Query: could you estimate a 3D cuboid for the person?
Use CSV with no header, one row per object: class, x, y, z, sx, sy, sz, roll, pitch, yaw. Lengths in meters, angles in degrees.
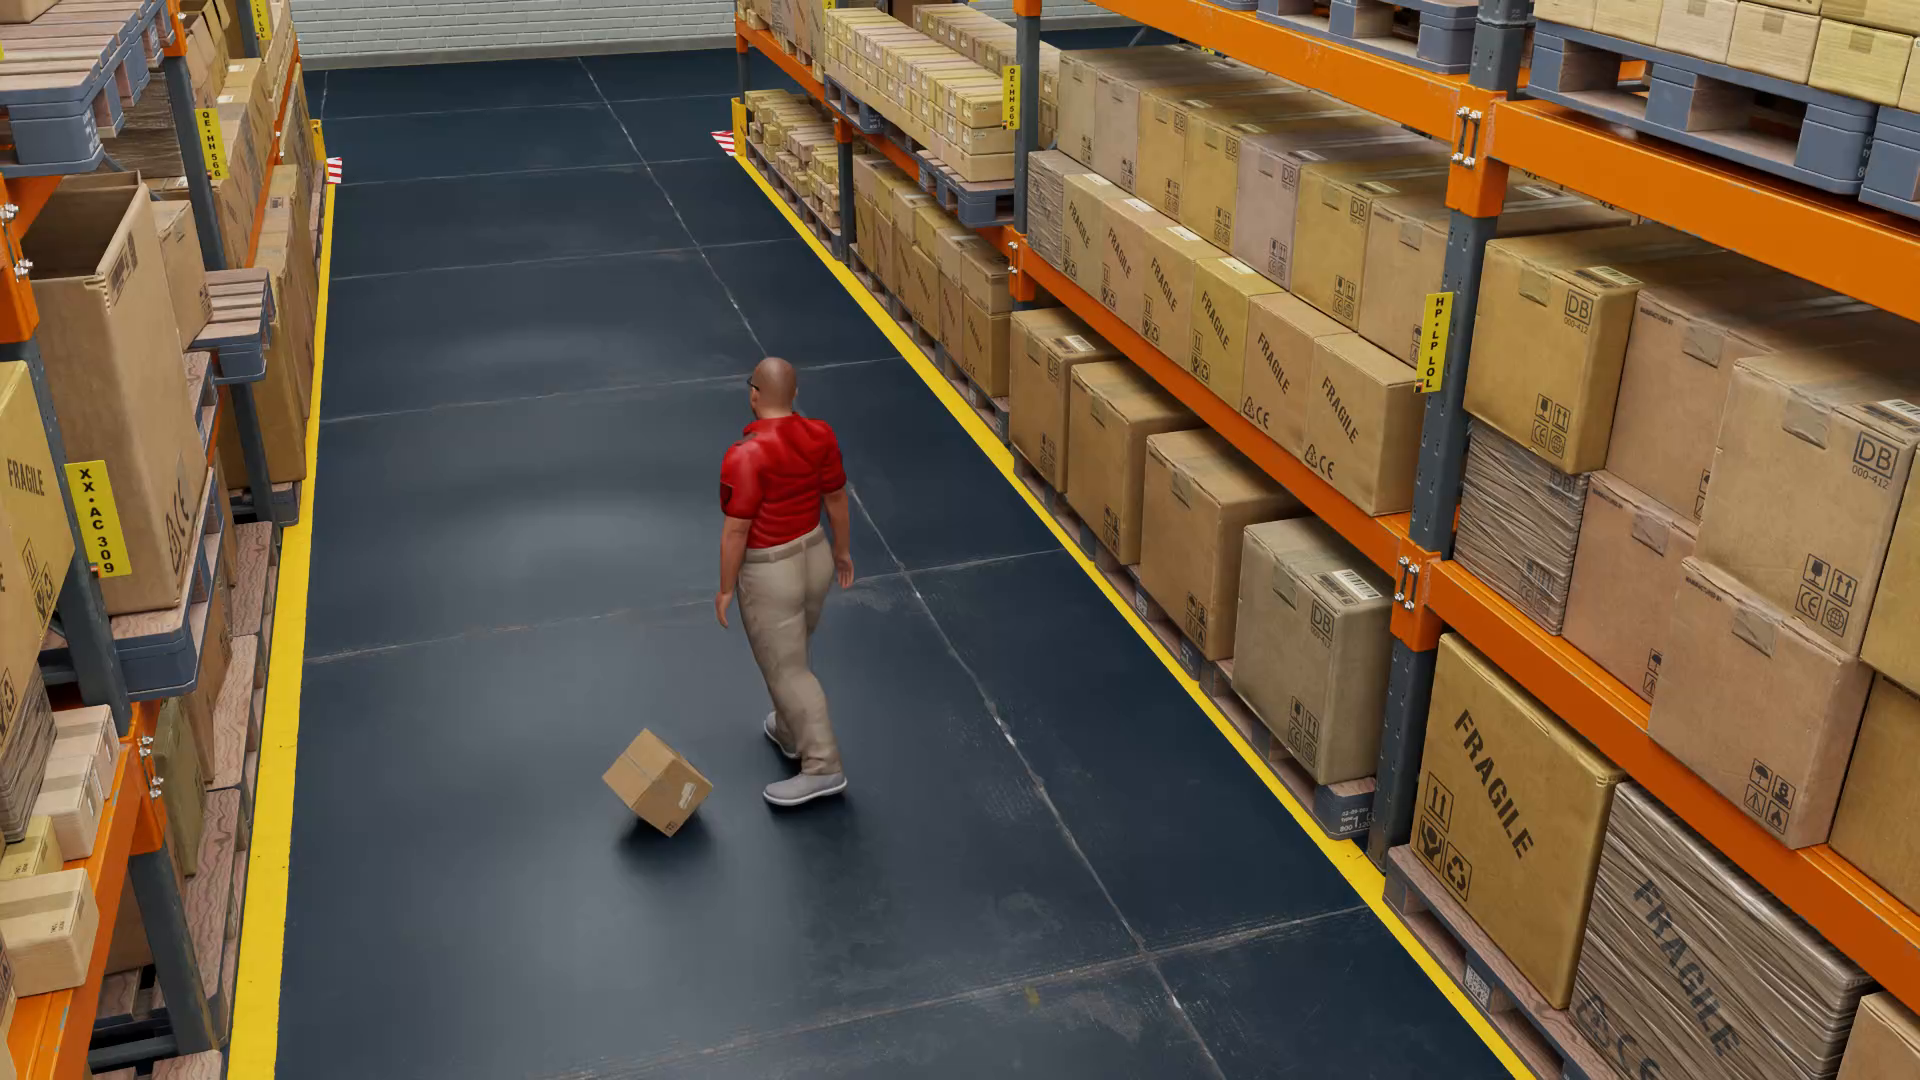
person,-0.644,0.135,6.363,0.626,1.716,0.626,19,32,34
